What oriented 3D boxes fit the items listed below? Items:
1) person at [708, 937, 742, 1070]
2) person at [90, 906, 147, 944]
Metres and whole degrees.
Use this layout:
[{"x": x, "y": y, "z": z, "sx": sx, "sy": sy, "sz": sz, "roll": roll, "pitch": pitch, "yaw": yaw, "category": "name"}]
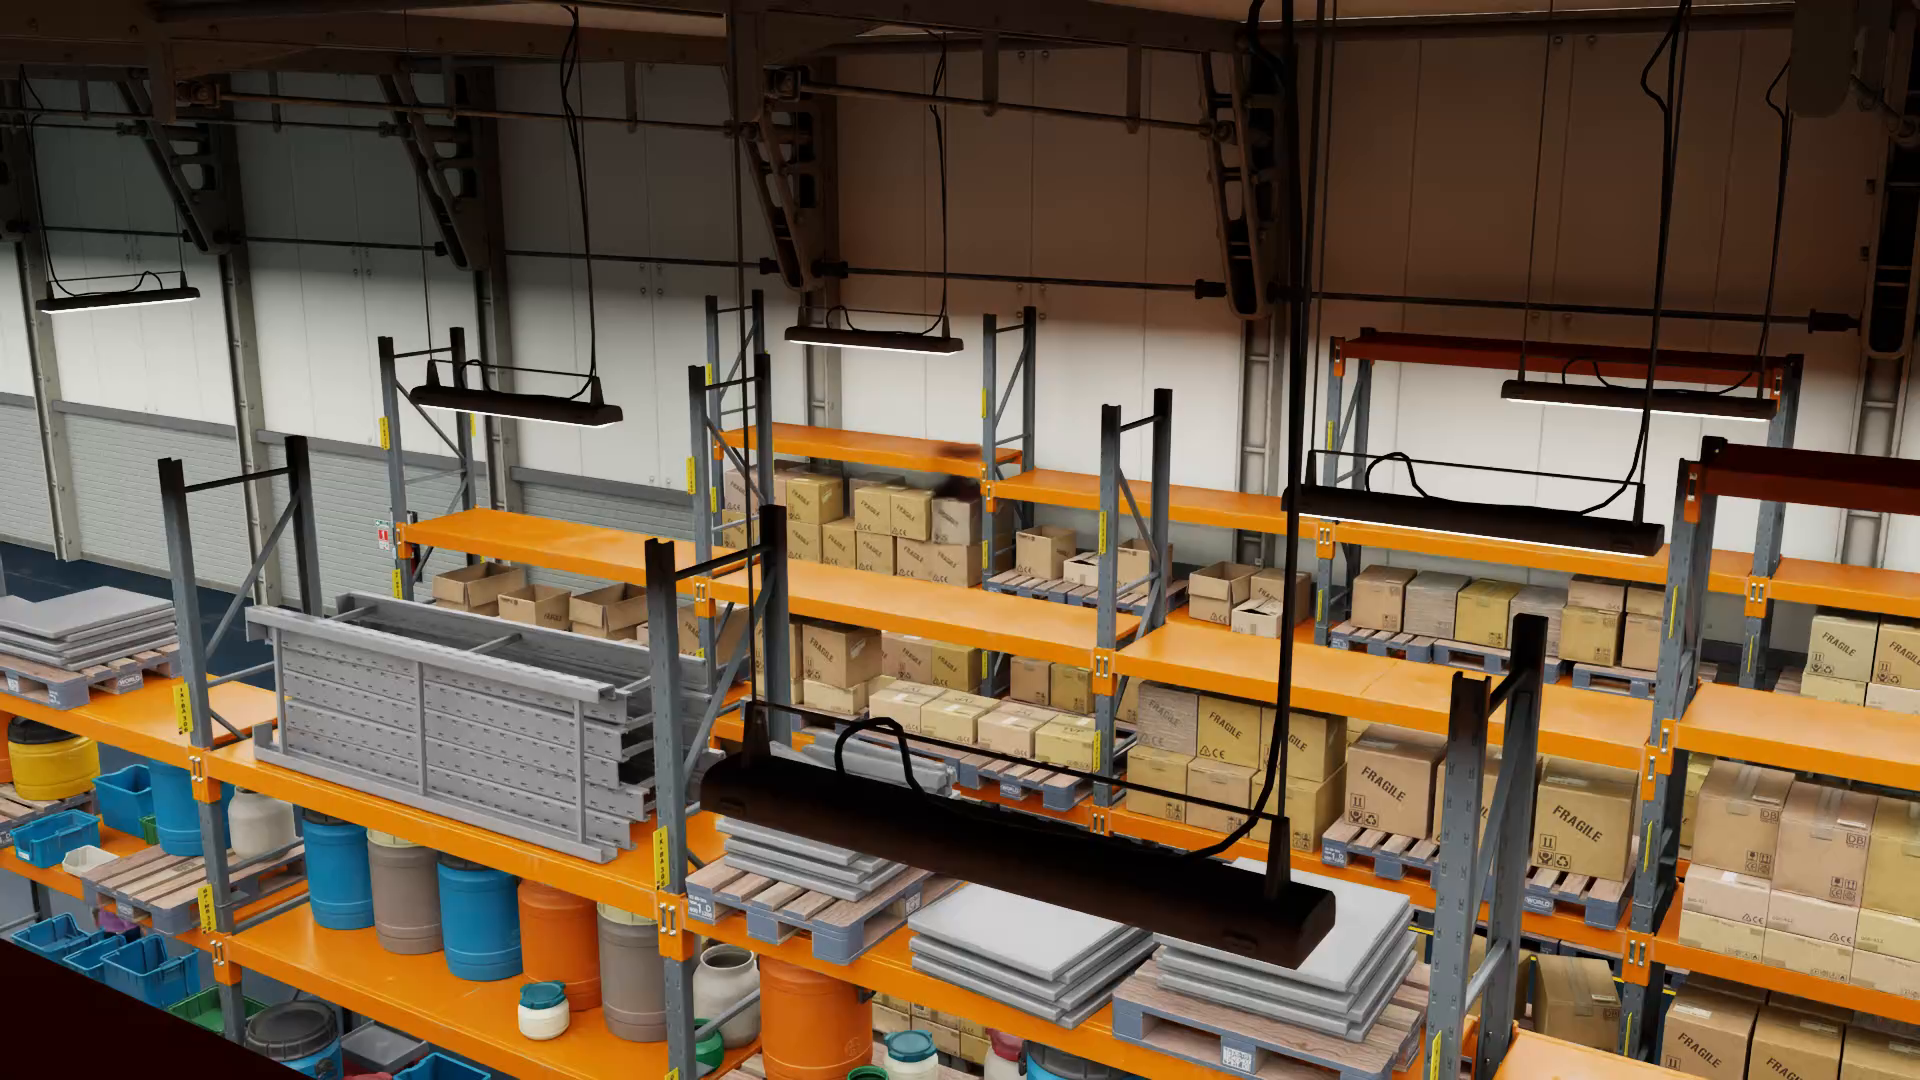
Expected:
[{"x": -1.948, "y": 3.962, "z": 13.783, "sx": 0.489, "sy": 1.662, "sz": 0.457, "roll": -5, "pitch": 15, "yaw": -18, "category": "person"}, {"x": -7.792, "y": 3.606, "z": 15.402, "sx": 0.494, "sy": 1.633, "sz": 0.361, "roll": -3, "pitch": 14, "yaw": -10, "category": "person"}]
